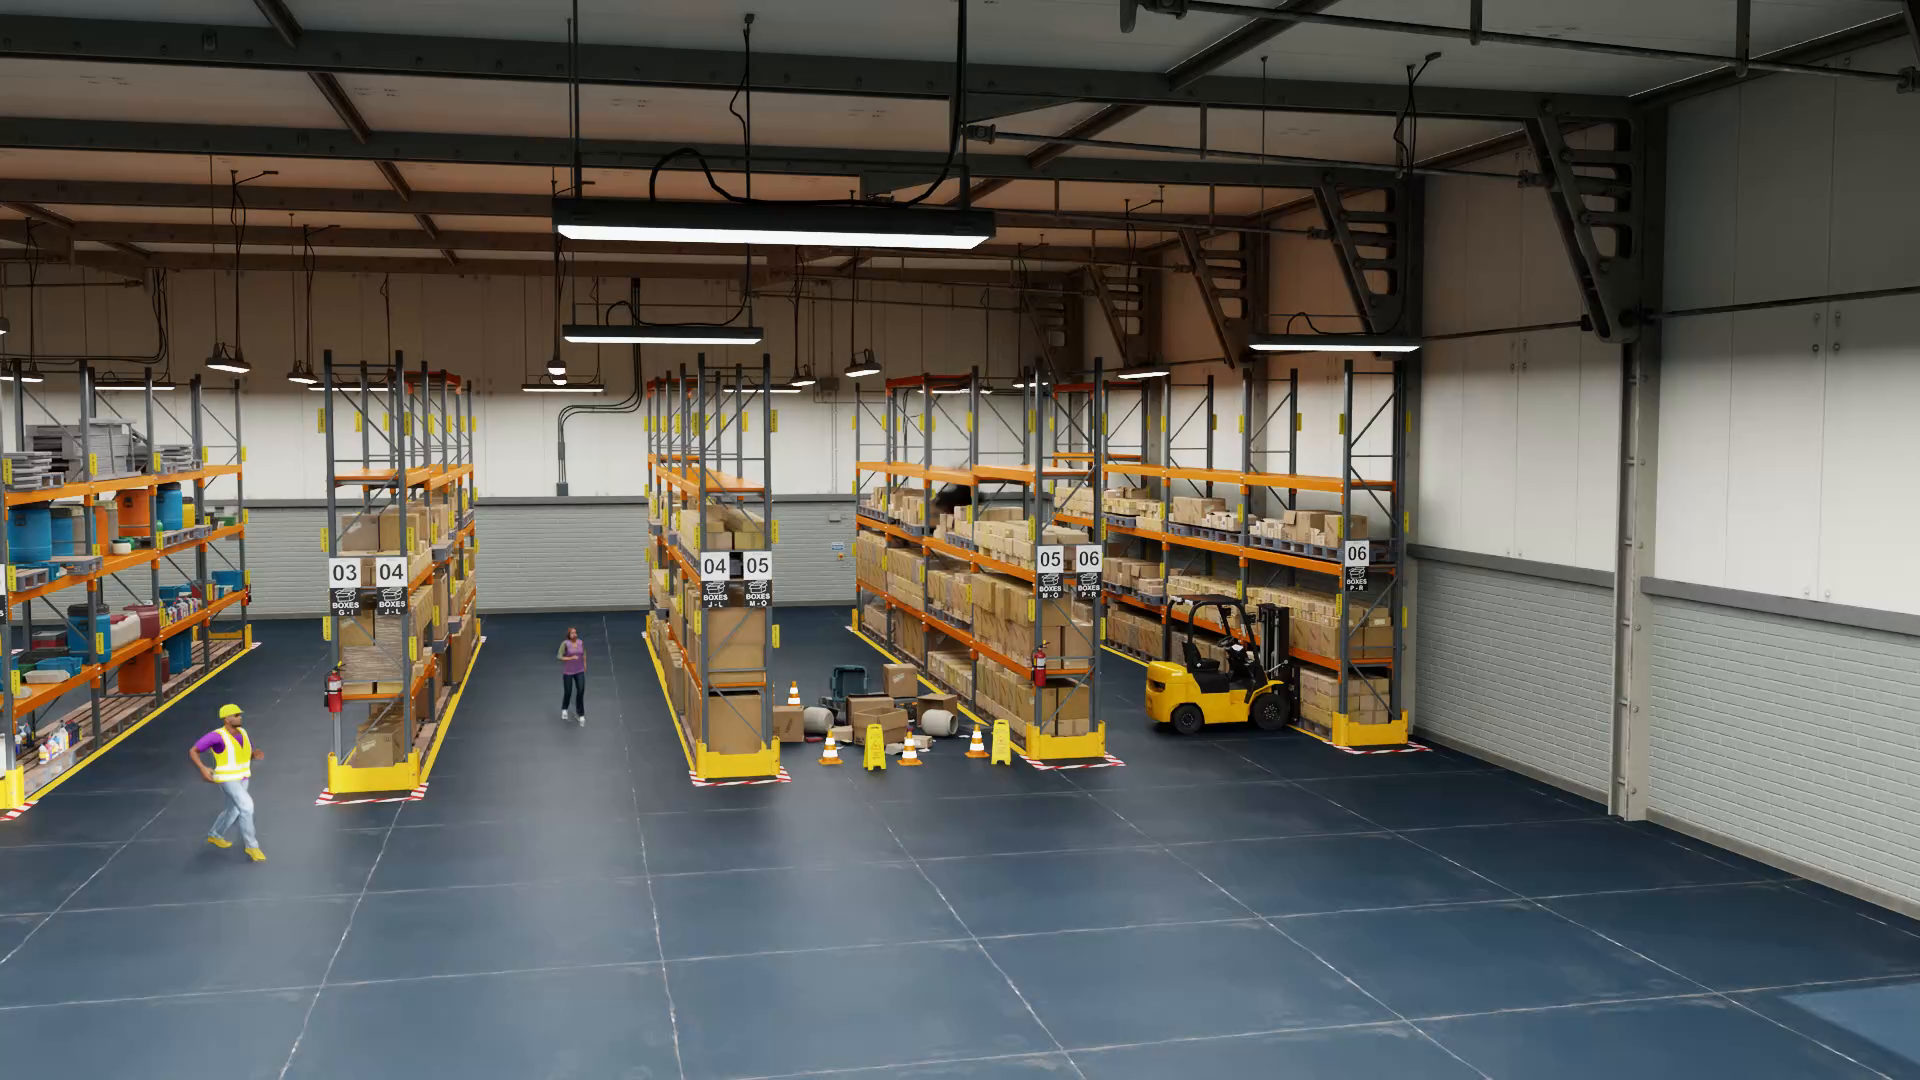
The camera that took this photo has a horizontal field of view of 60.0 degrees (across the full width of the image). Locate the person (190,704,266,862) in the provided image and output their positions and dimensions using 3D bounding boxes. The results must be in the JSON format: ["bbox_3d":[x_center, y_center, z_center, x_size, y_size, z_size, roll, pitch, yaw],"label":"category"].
[{"bbox_3d":[-8.387,2.791,19.217,0.893,1.794,0.707,1,4,13],"label":"person"}]

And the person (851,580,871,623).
[{"bbox_3d":[-2.371,1.275,41.752,0.852,1.706,0.635,1,4,10],"label":"person"}]

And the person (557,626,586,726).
[{"bbox_3d":[-6.488,2.252,27.818,0.565,1.631,0.778,-2,5,-32],"label":"person"}]
